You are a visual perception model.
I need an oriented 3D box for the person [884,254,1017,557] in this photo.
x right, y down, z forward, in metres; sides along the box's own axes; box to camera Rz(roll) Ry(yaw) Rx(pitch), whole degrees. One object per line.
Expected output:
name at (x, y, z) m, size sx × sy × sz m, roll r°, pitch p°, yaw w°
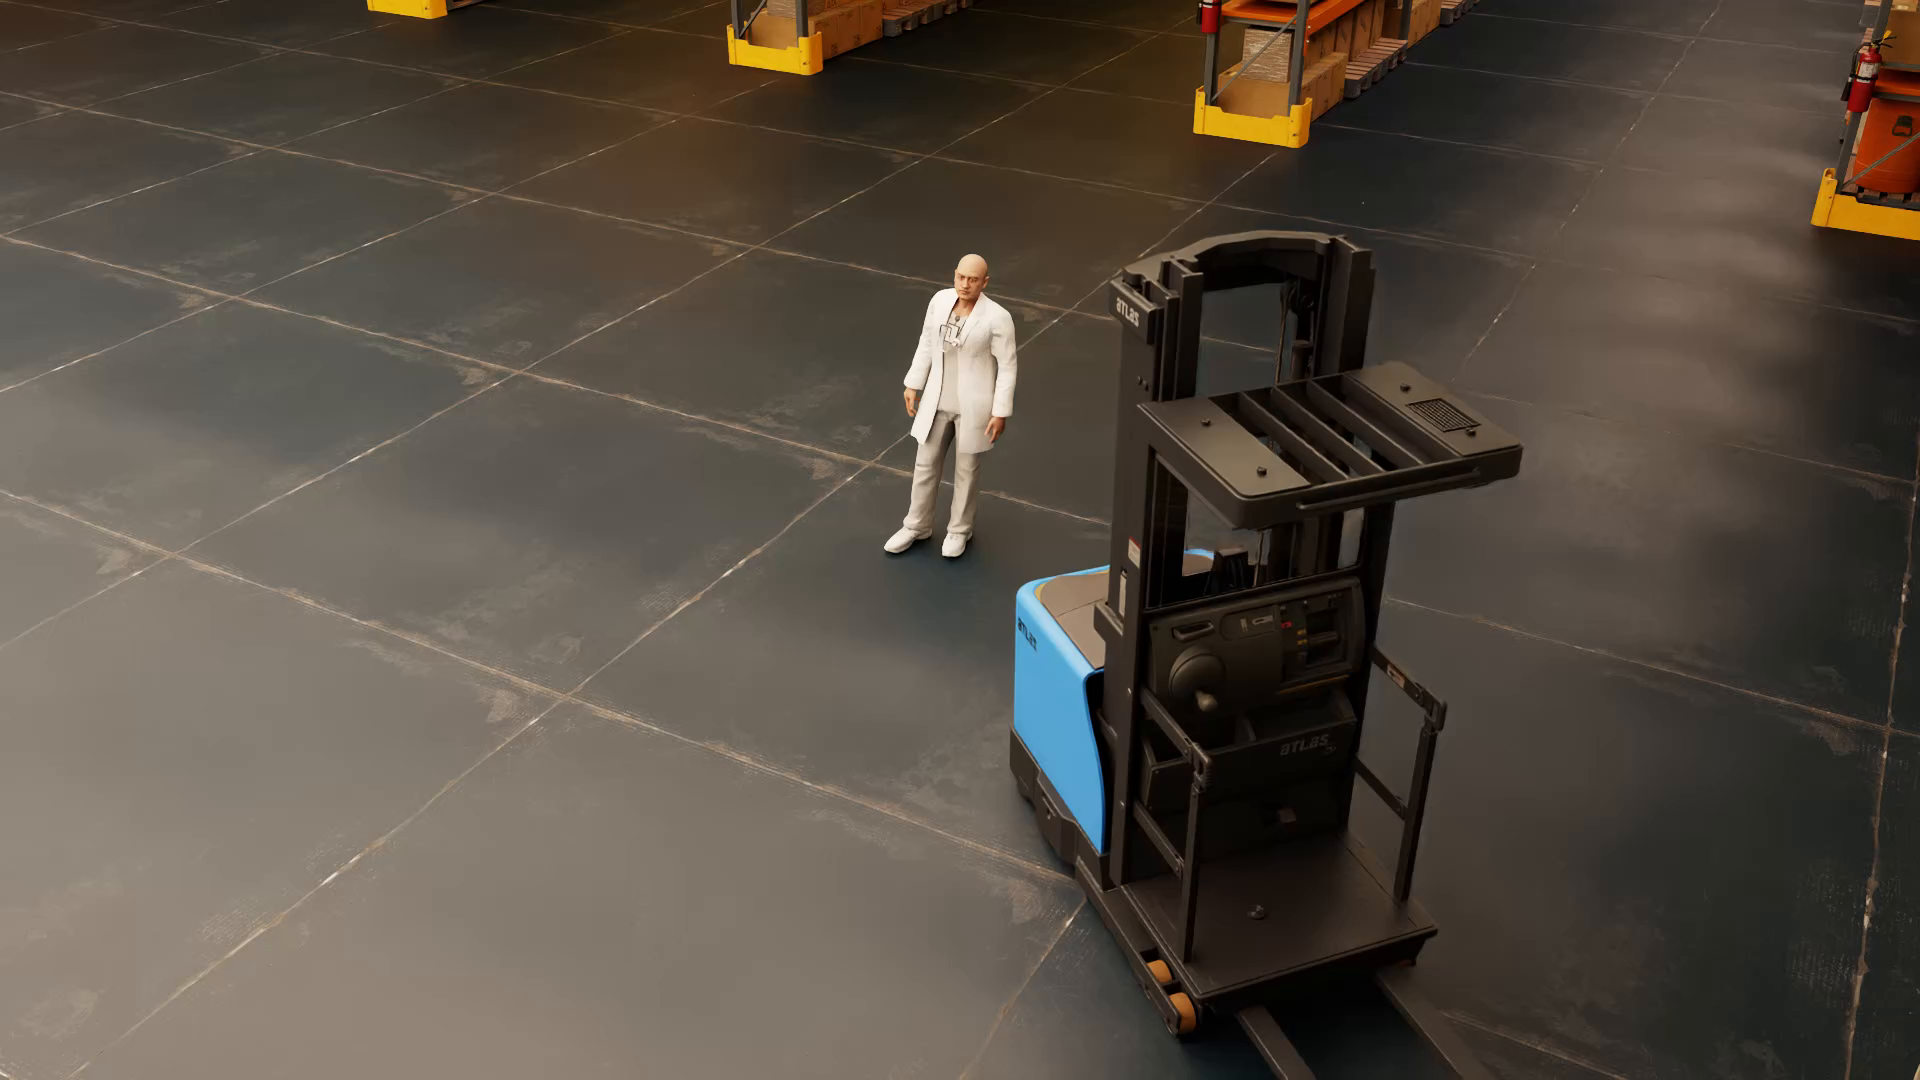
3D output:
person at (-0.049, -0.737, 9.485) m, size 0.698 × 1.777 × 0.574 m, roll 15°, pitch 33°, yaw 25°

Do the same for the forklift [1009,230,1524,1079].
forklift at (1.236, 0.457, 6.278) m, size 1.130 × 2.935 × 3.031 m, roll -11°, pitch 32°, yaw -18°
